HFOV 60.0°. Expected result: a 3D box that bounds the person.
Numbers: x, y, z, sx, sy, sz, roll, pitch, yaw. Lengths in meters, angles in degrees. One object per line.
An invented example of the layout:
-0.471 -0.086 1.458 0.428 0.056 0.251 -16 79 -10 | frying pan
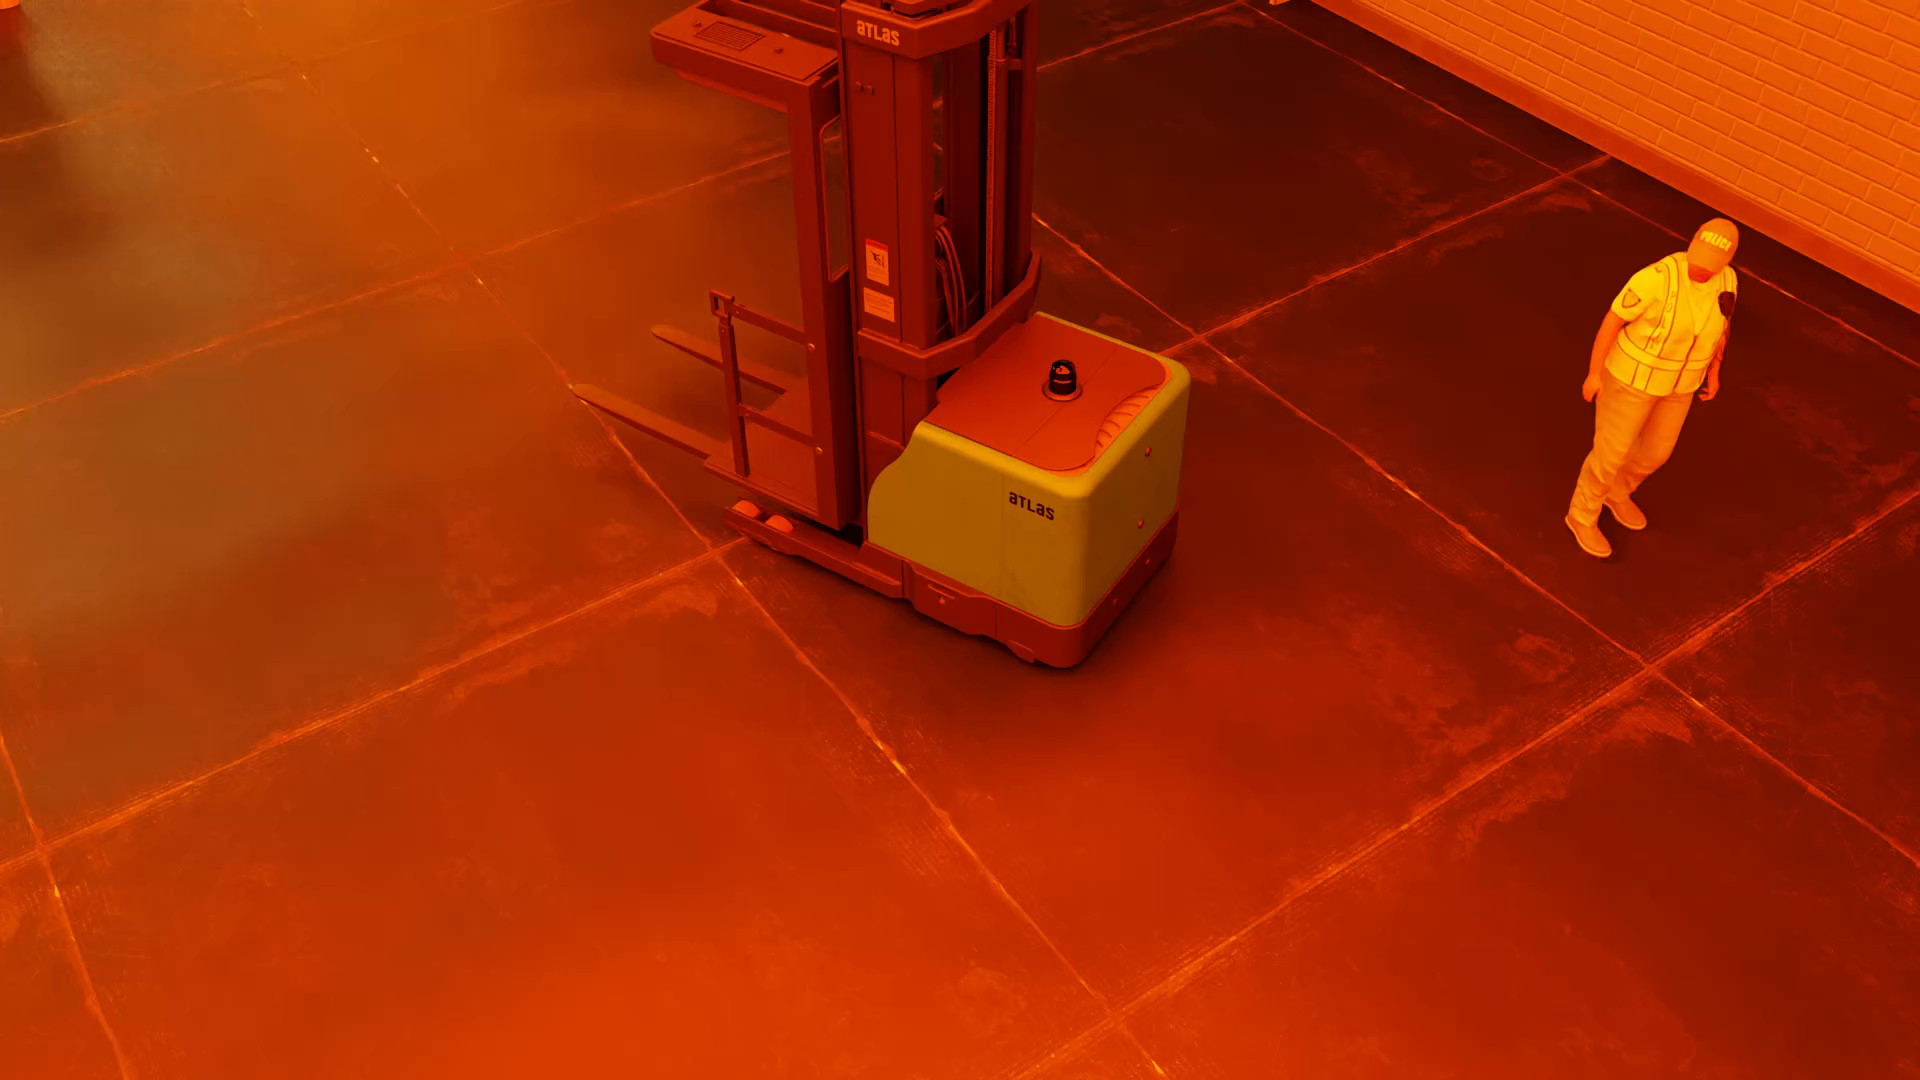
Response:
3.104 -0.695 7.411 0.643 1.659 0.470 -8 43 -9 | person

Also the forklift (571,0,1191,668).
-0.511 -1.302 7.129 3.031 2.935 1.130 24 48 24 | forklift
